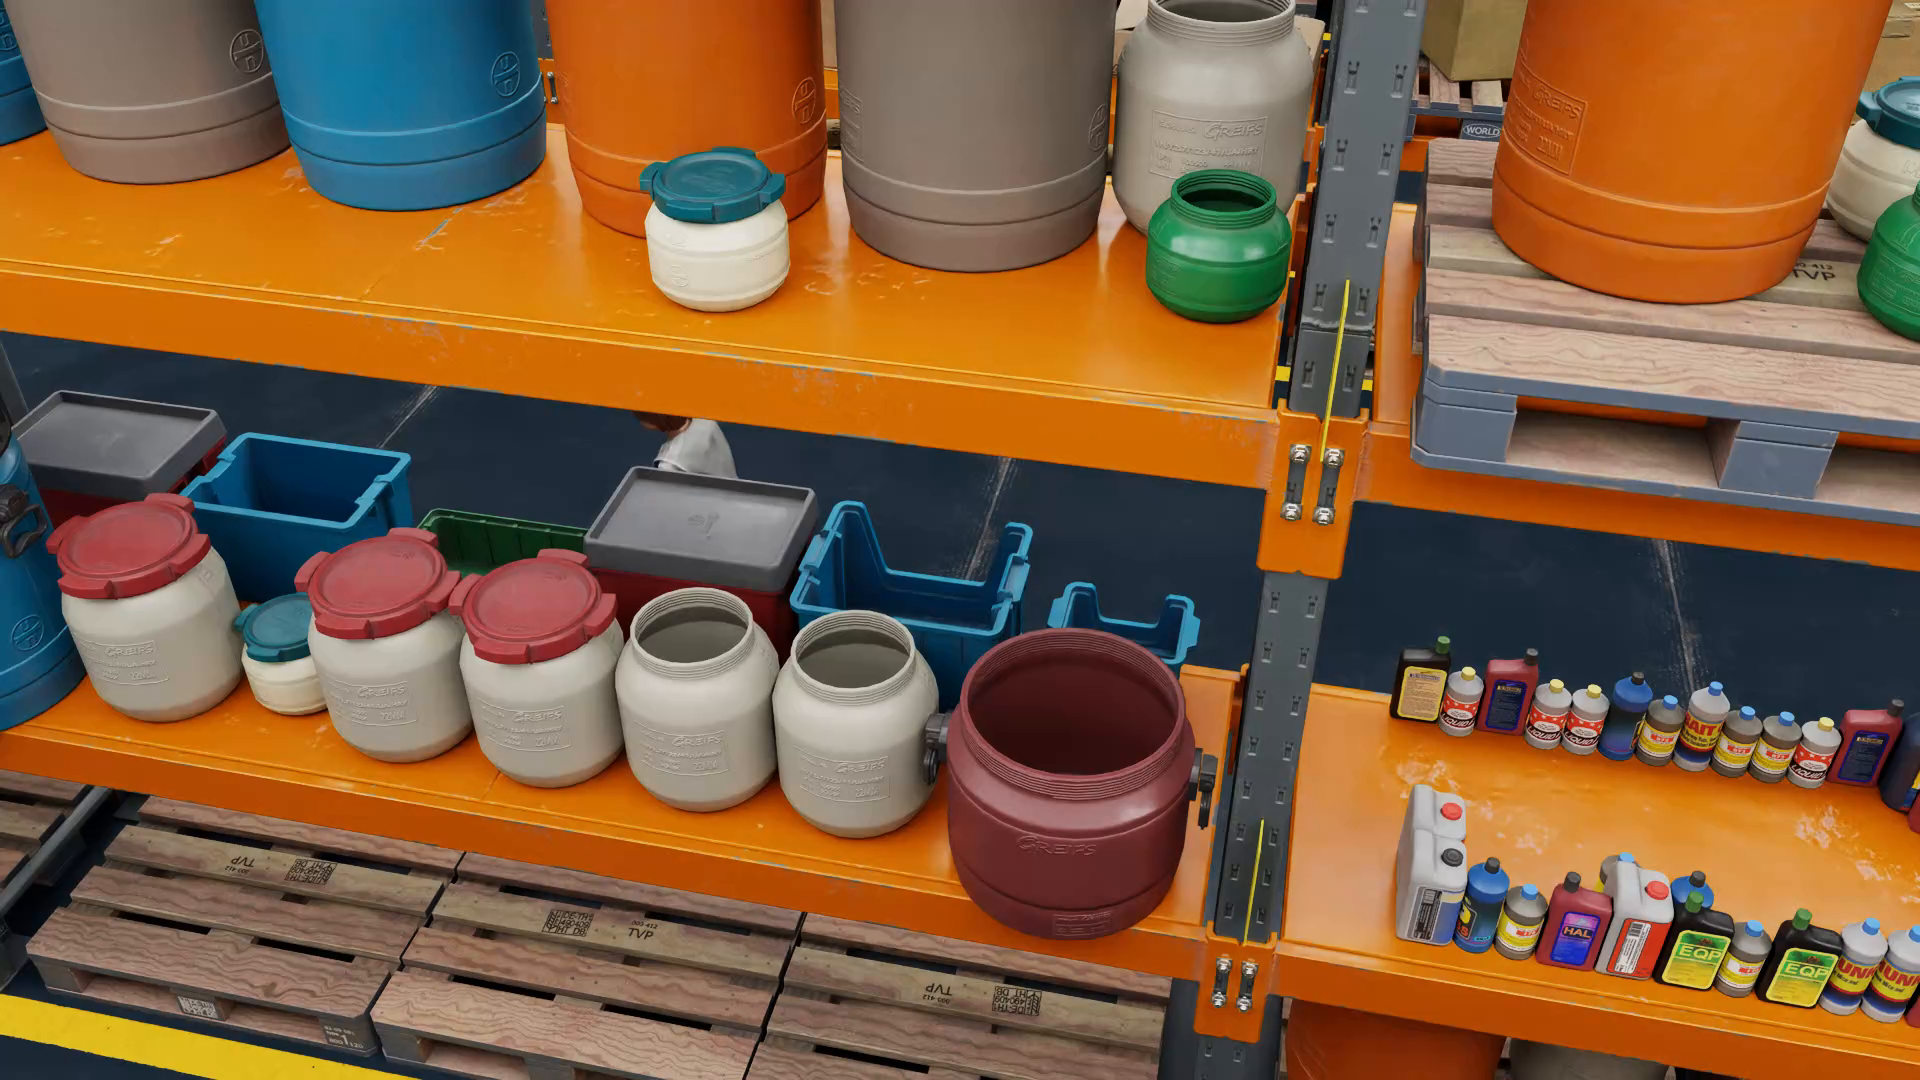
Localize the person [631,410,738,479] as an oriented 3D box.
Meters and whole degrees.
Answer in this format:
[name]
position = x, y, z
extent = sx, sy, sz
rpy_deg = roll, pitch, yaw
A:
[person]
position = -0.950, 0.058, 6.083
extent = 0.349, 1.591, 0.480
rpy_deg = 5, 37, 7
